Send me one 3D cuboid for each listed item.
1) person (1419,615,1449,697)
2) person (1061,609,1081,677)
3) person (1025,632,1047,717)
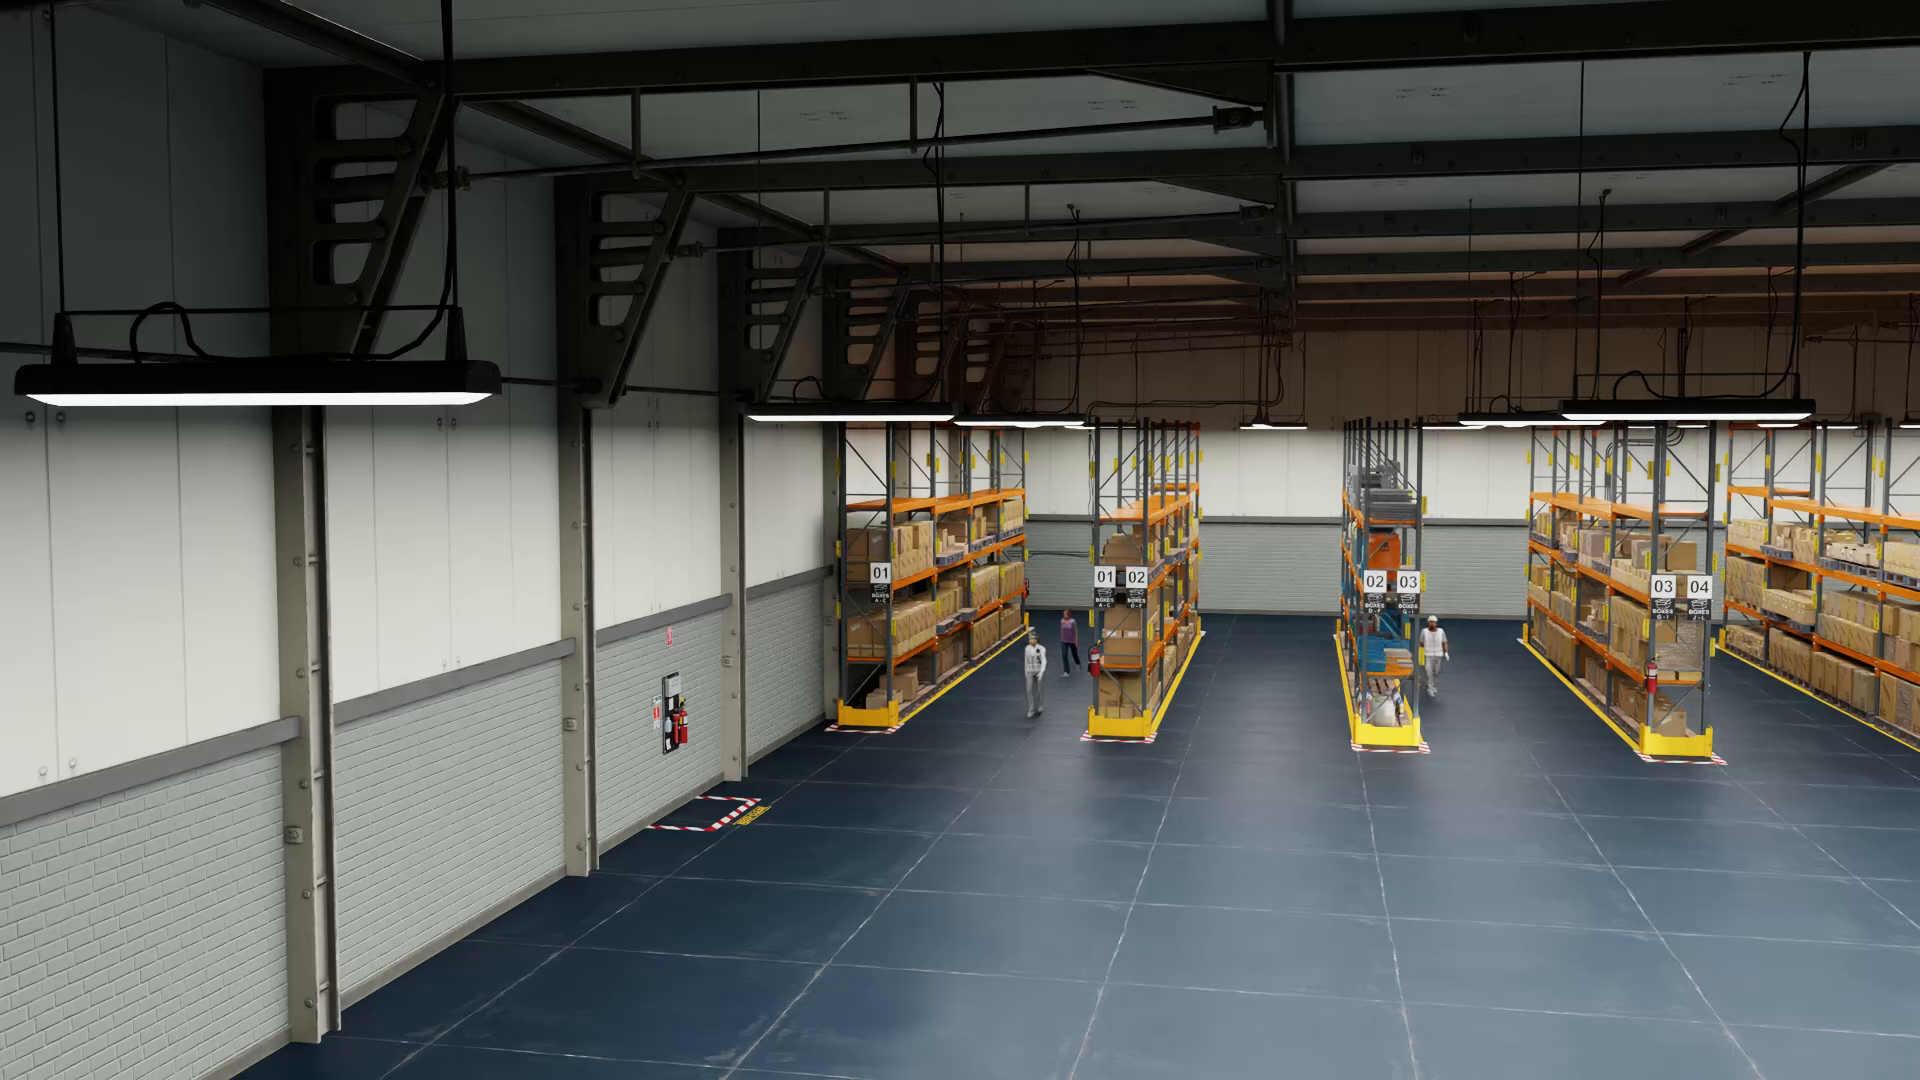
[{"bbox_3d":[10.234,2.504,35.887,0.580,1.736,1.013,0,4,5],"label":"person"},{"bbox_3d":[2.594,2.397,39.127,0.442,1.559,0.852,1,4,21],"label":"person"},{"bbox_3d":[1.513,2.720,33.693,0.510,1.709,0.732,1,4,18],"label":"person"}]
